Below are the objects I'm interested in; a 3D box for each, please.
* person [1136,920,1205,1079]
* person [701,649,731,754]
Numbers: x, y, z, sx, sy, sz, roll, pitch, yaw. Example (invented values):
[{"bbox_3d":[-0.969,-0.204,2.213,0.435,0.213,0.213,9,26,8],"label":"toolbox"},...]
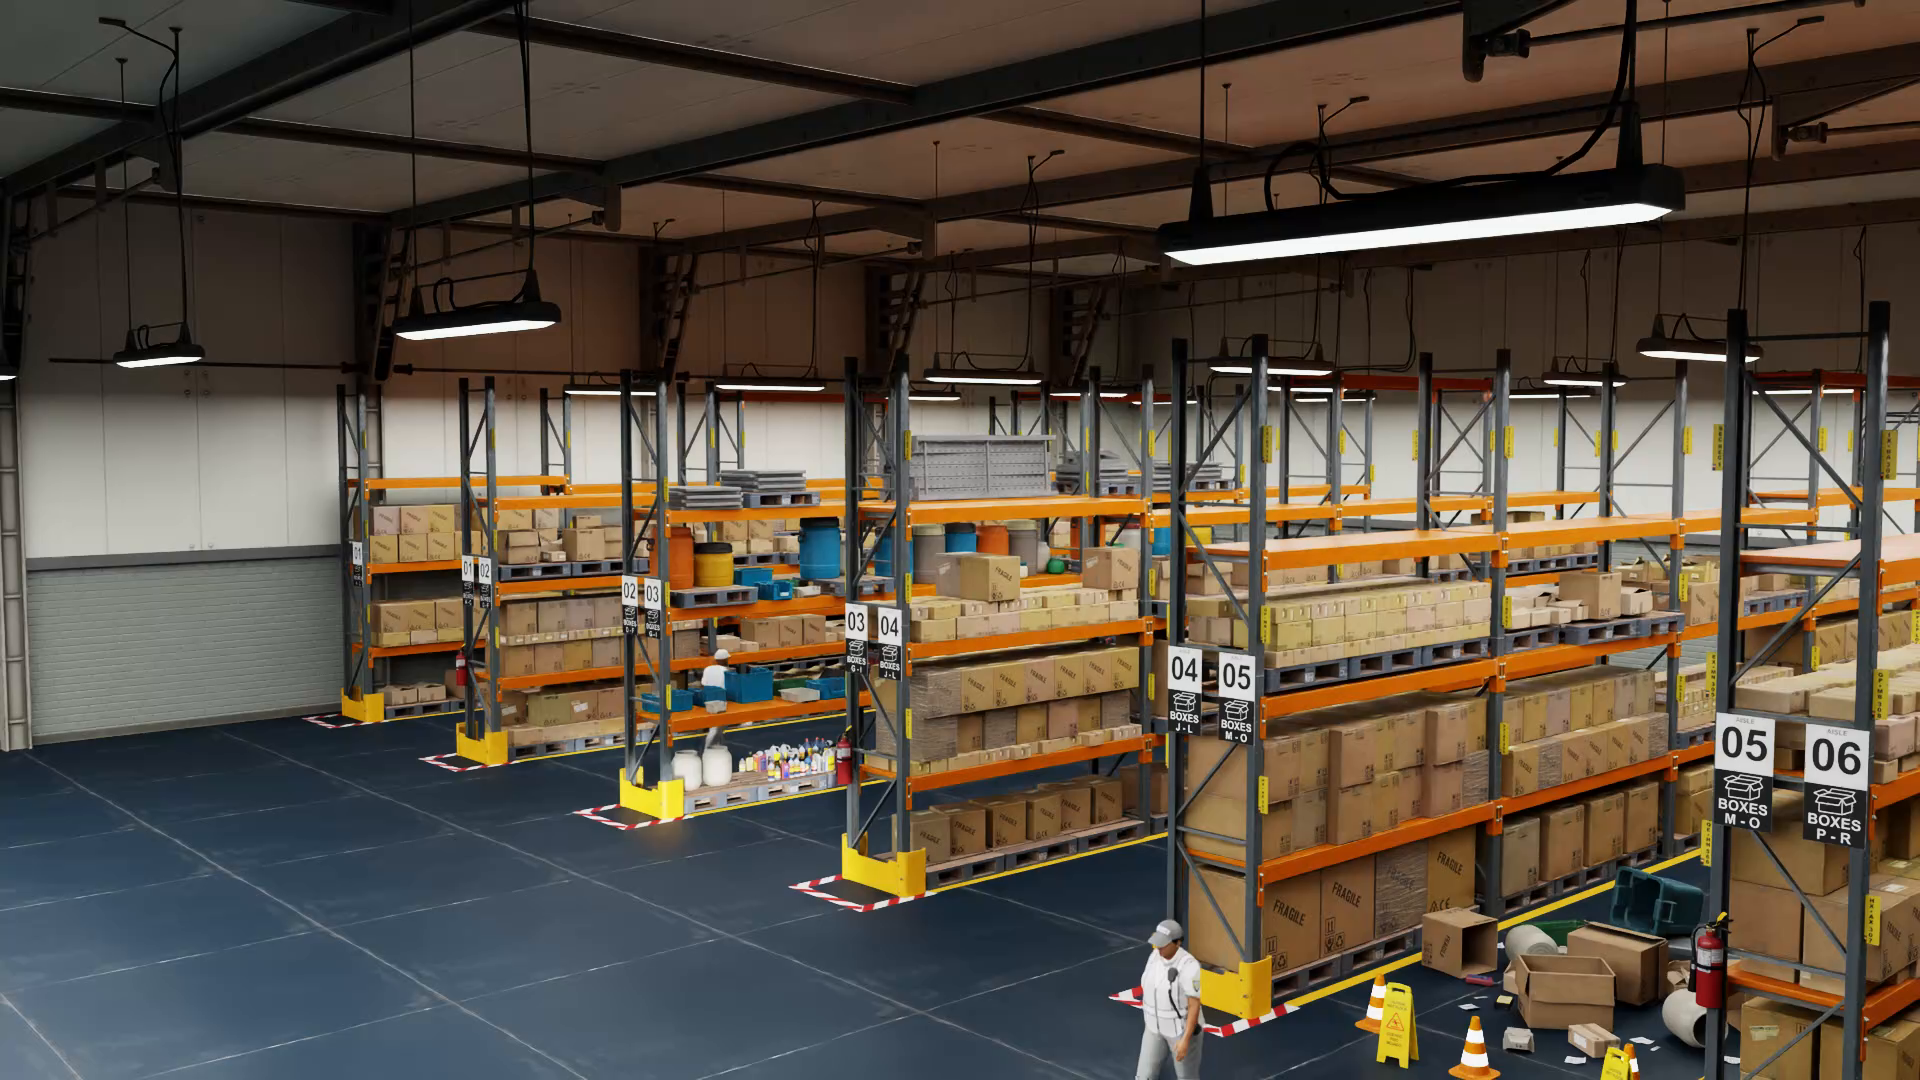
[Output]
[{"bbox_3d":[1.516,3.560,11.973,0.659,1.685,0.522,-4,5,-45],"label":"person"},{"bbox_3d":[-3.779,2.607,25.920,0.592,1.809,0.602,3,5,41],"label":"person"}]
